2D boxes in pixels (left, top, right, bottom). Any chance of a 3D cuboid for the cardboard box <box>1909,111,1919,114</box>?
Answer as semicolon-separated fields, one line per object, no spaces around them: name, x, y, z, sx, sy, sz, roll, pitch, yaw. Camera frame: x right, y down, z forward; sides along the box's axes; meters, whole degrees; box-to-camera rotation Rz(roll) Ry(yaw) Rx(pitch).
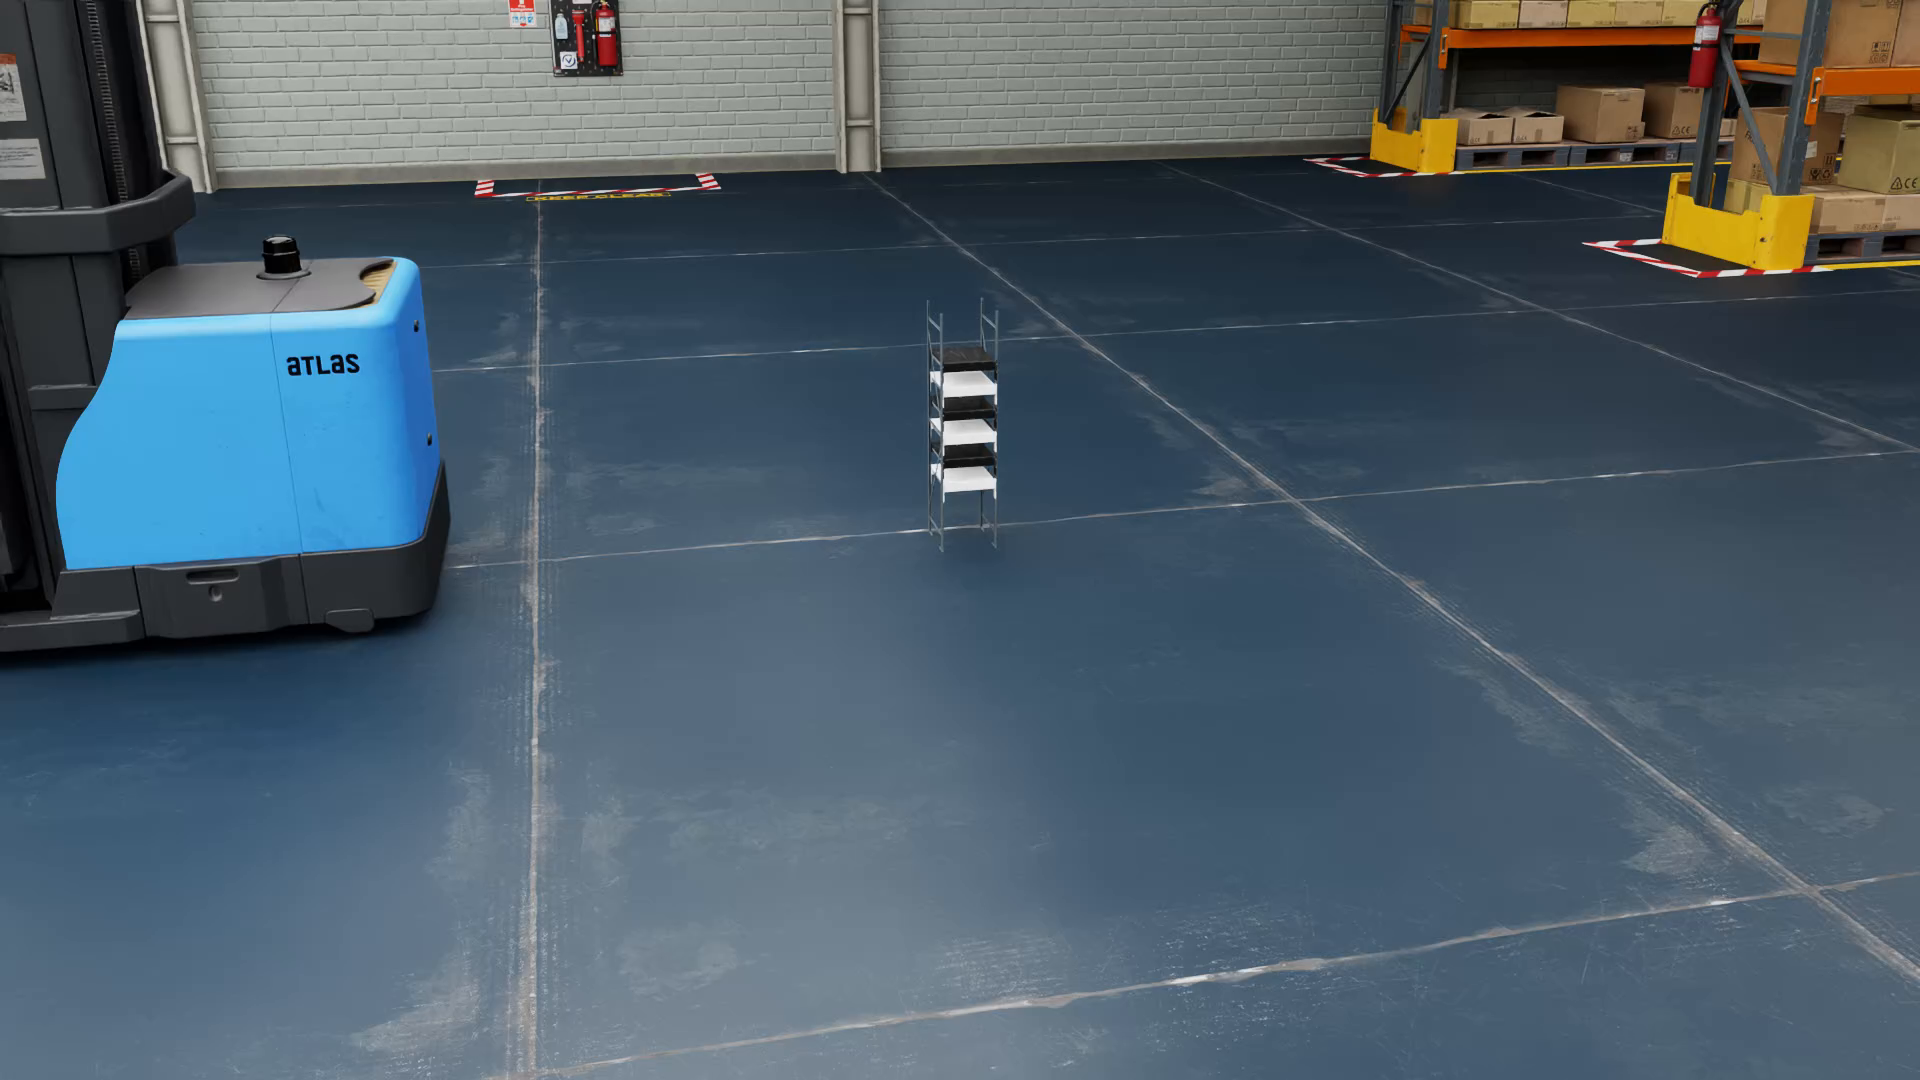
cardboard box;7.063;-2.761;11.788;0.500;0.500;0.500;-5;21;-12

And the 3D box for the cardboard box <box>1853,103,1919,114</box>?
cardboard box;6.944;-2.935;12.263;0.500;0.500;0.500;-5;21;-12

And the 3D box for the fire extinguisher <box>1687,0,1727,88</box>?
fire extinguisher;5.298;-3.561;11.786;0.183;0.674;0.296;-5;21;-12

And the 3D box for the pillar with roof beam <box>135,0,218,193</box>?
pillar with roof beam;-5.828;-5.880;9.283;0.400;9.000;9.100;-5;21;-12

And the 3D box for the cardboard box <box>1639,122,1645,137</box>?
cardboard box;6.708;-4.173;16.852;0.250;0.149;0.380;-6;21;-17

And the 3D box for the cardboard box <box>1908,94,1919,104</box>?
cardboard box;9.979;-4.607;17.524;0.500;0.500;0.700;-4;21;-12

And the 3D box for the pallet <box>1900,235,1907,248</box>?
pallet;7.440;-2.311;12.318;1.213;0.211;1.003;-5;21;-12

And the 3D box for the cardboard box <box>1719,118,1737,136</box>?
cardboard box;7.756;-4.249;17.033;0.250;0.166;0.380;-7;21;-20

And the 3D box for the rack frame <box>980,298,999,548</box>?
rack frame;0.107;-0.431;6.184;0.006;0.900;0.240;-5;21;-12

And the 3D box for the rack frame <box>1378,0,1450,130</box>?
rack frame;4.377;-5.109;15.900;0.127;3.000;1.000;-5;21;-12

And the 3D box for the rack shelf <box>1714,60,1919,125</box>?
rack shelf;7.467;-3.271;11.930;4.000;0.370;1.077;-5;21;-12

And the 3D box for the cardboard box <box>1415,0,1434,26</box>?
cardboard box;4.787;-5.150;16.201;0.500;0.250;0.500;-4;21;-12

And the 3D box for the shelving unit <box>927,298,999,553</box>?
shelving unit;0.008;-0.423;6.162;0.210;0.900;0.258;-5;21;-12

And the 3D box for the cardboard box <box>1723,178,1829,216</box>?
cardboard box;5.974;-2.498;12.161;0.500;0.250;0.500;-5;21;-12

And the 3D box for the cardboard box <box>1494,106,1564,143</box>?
cardboard box;5.626;-4.123;16.477;0.500;0.311;0.500;-3;20;-8

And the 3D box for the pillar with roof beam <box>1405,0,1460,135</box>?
pillar with roof beam;5.850;-6.830;11.876;0.400;9.000;9.100;-5;21;-12

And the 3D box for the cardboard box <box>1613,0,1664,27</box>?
cardboard box;6.416;-5.104;16.075;0.500;0.250;0.500;-4;21;-12

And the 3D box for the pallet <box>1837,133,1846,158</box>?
pallet;9.027;-4.178;17.414;1.213;0.211;1.003;-5;21;-12

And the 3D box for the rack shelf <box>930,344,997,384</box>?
rack shelf;0.008;-0.645;6.080;0.200;0.077;0.258;-5;21;-12

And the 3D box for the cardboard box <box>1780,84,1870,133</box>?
cardboard box;8.982;-4.522;17.293;0.500;0.500;0.700;-4;20;-11

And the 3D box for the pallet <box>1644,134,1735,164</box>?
pallet;7.624;-4.051;17.067;1.213;0.211;1.003;-5;21;-12

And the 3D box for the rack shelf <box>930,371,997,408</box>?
rack shelf;0.008;-0.561;6.111;0.200;0.077;0.258;-5;21;-12

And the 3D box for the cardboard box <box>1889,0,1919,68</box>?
cardboard box;6.488;-3.574;11.564;0.500;0.500;0.700;-4;21;-11

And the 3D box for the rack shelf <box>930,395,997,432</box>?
rack shelf;0.008;-0.476;6.142;0.200;0.077;0.258;-5;21;-12

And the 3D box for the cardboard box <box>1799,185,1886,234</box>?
cardboard box;6.093;-2.325;11.688;0.500;0.250;0.500;-5;21;-12

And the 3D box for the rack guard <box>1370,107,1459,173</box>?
rack guard;4.451;-3.941;16.346;0.348;0.500;1.175;-5;21;-12

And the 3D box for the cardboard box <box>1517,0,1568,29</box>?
cardboard box;5.427;-5.026;15.863;0.500;0.250;0.500;-5;21;-14

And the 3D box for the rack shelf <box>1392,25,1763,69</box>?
rack shelf;6.323;-4.929;16.456;4.000;0.370;1.077;-5;21;-12

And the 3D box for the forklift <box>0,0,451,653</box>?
forklift;-3.320;-1.129;5.136;3.031;2.935;1.130;-4;21;-12

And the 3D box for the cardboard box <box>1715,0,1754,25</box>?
cardboard box;7.391;-5.189;16.307;0.500;0.250;0.500;-5;21;-12
